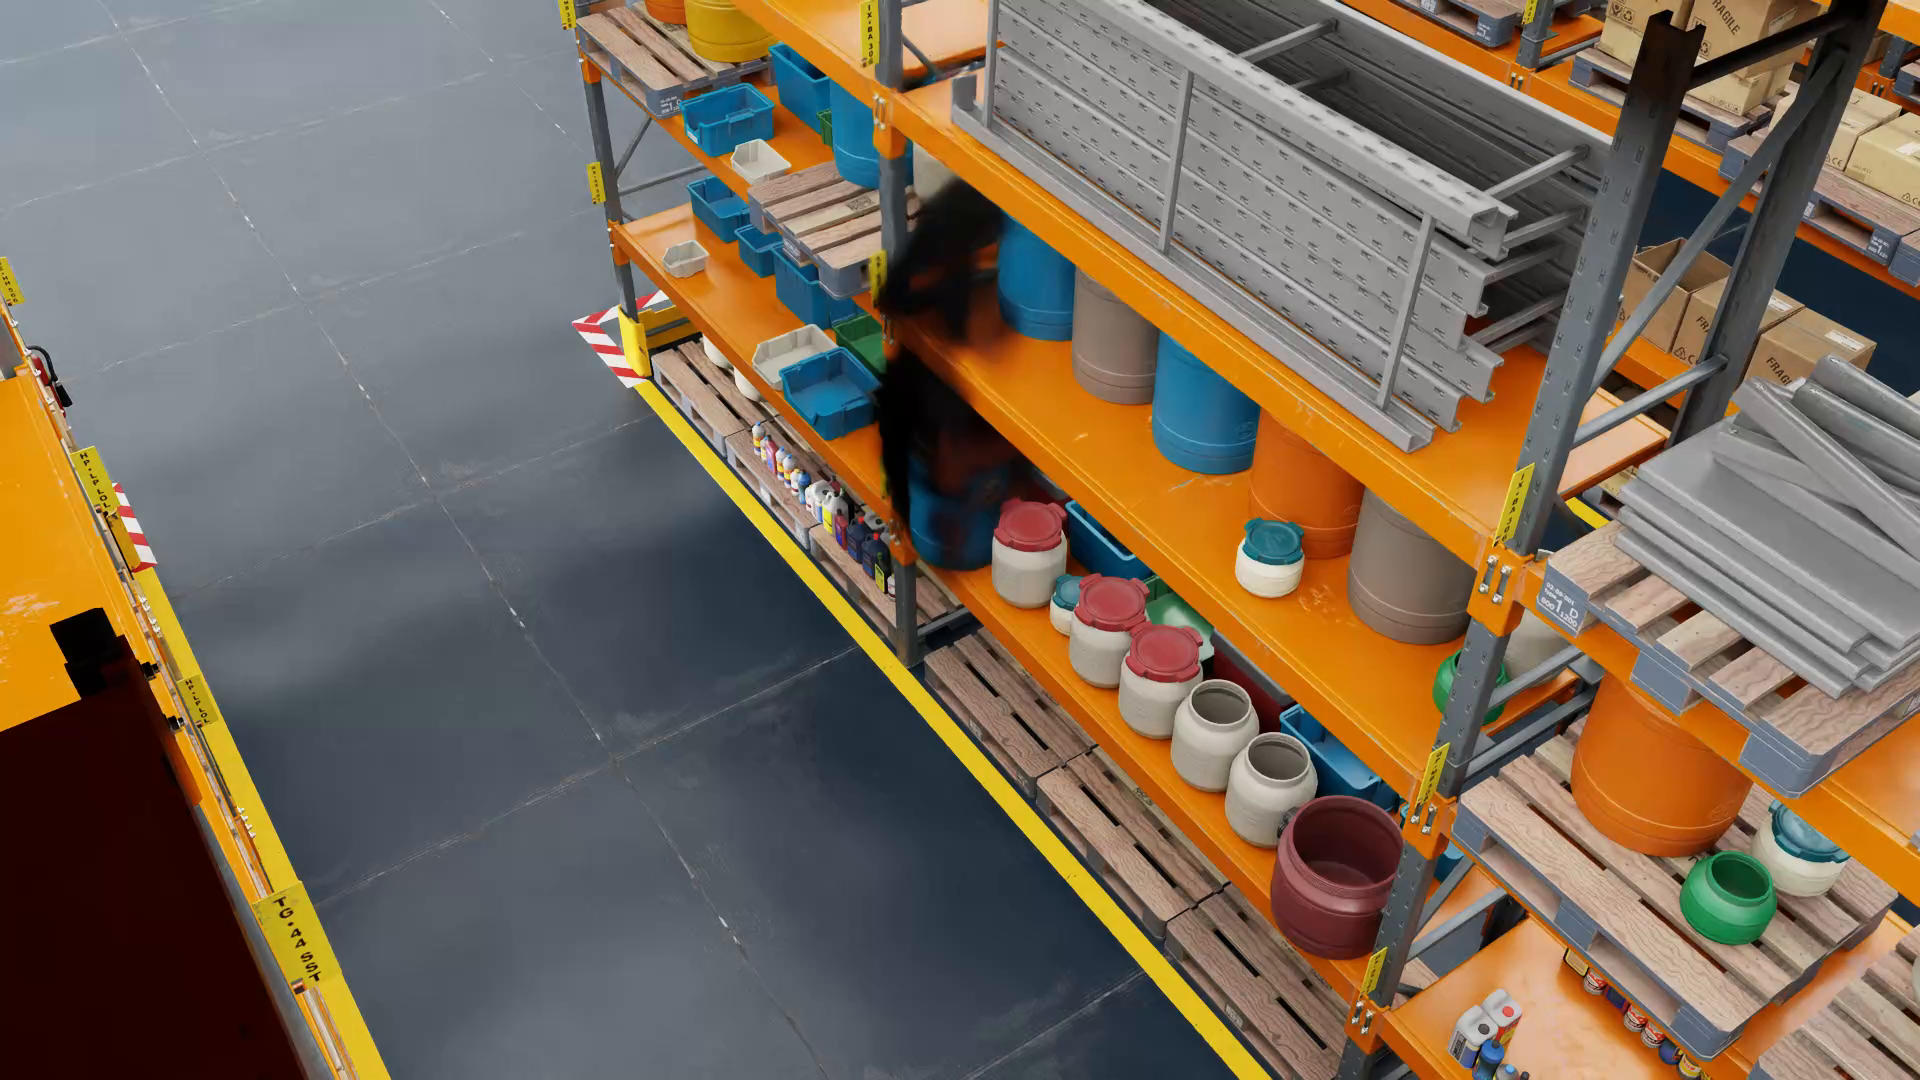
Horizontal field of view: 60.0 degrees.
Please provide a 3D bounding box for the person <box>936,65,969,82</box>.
[{"bbox_3d":[-0.171,-4.890,15.895,0.543,1.609,0.575,-5,43,-6],"label":"person"}]
